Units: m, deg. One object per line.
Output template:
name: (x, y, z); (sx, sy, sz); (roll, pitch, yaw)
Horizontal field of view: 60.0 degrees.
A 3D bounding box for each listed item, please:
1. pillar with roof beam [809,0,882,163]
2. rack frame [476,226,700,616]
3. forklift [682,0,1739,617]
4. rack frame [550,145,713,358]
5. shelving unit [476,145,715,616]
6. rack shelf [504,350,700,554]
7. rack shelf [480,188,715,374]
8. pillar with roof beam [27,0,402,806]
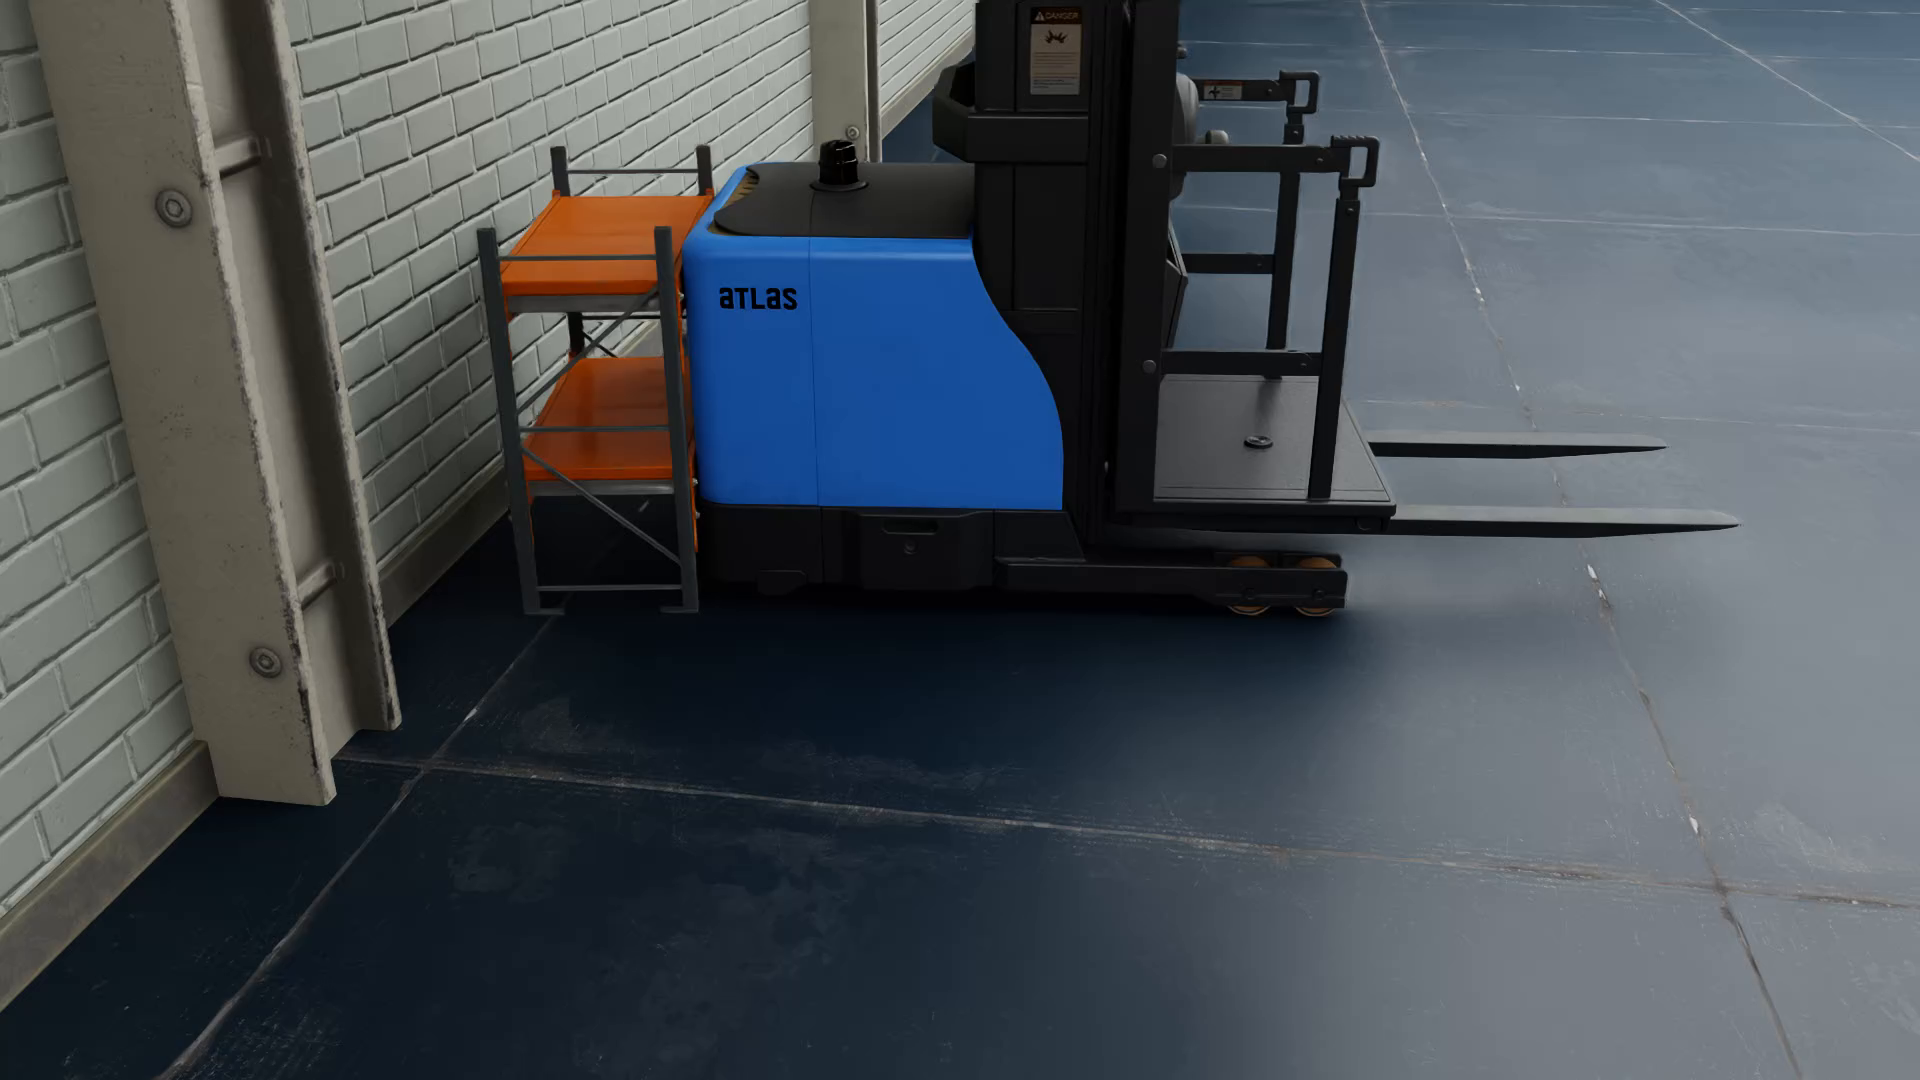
pillar with roof beam: (3.616, -5.754, 6.928); (9.100, 9.000, 0.400); (4, 25, 9)
rack frame: (-1.005, -0.302, 4.569); (0.500, 1.125, 0.032); (-1, 25, -2)
forklift: (0.762, -1.338, 4.652); (3.031, 2.935, 1.130); (1, 25, 2)
rack frame: (-1.040, -0.733, 5.489); (0.500, 1.125, 0.032); (-1, 25, -2)
shelving unit: (-1.022, -0.518, 5.029); (0.538, 1.125, 1.048); (-1, 25, -2)
rack shelf: (-1.022, -0.296, 5.133); (0.538, 0.278, 1.000); (-1, 25, -2)
rack shelf: (-1.022, -0.783, 4.905); (0.538, 0.278, 1.000); (-1, 25, -2)
pillar with roof beam: (2.635, -3.245, 1.567); (9.100, 9.000, 0.400); (4, 25, 9)
